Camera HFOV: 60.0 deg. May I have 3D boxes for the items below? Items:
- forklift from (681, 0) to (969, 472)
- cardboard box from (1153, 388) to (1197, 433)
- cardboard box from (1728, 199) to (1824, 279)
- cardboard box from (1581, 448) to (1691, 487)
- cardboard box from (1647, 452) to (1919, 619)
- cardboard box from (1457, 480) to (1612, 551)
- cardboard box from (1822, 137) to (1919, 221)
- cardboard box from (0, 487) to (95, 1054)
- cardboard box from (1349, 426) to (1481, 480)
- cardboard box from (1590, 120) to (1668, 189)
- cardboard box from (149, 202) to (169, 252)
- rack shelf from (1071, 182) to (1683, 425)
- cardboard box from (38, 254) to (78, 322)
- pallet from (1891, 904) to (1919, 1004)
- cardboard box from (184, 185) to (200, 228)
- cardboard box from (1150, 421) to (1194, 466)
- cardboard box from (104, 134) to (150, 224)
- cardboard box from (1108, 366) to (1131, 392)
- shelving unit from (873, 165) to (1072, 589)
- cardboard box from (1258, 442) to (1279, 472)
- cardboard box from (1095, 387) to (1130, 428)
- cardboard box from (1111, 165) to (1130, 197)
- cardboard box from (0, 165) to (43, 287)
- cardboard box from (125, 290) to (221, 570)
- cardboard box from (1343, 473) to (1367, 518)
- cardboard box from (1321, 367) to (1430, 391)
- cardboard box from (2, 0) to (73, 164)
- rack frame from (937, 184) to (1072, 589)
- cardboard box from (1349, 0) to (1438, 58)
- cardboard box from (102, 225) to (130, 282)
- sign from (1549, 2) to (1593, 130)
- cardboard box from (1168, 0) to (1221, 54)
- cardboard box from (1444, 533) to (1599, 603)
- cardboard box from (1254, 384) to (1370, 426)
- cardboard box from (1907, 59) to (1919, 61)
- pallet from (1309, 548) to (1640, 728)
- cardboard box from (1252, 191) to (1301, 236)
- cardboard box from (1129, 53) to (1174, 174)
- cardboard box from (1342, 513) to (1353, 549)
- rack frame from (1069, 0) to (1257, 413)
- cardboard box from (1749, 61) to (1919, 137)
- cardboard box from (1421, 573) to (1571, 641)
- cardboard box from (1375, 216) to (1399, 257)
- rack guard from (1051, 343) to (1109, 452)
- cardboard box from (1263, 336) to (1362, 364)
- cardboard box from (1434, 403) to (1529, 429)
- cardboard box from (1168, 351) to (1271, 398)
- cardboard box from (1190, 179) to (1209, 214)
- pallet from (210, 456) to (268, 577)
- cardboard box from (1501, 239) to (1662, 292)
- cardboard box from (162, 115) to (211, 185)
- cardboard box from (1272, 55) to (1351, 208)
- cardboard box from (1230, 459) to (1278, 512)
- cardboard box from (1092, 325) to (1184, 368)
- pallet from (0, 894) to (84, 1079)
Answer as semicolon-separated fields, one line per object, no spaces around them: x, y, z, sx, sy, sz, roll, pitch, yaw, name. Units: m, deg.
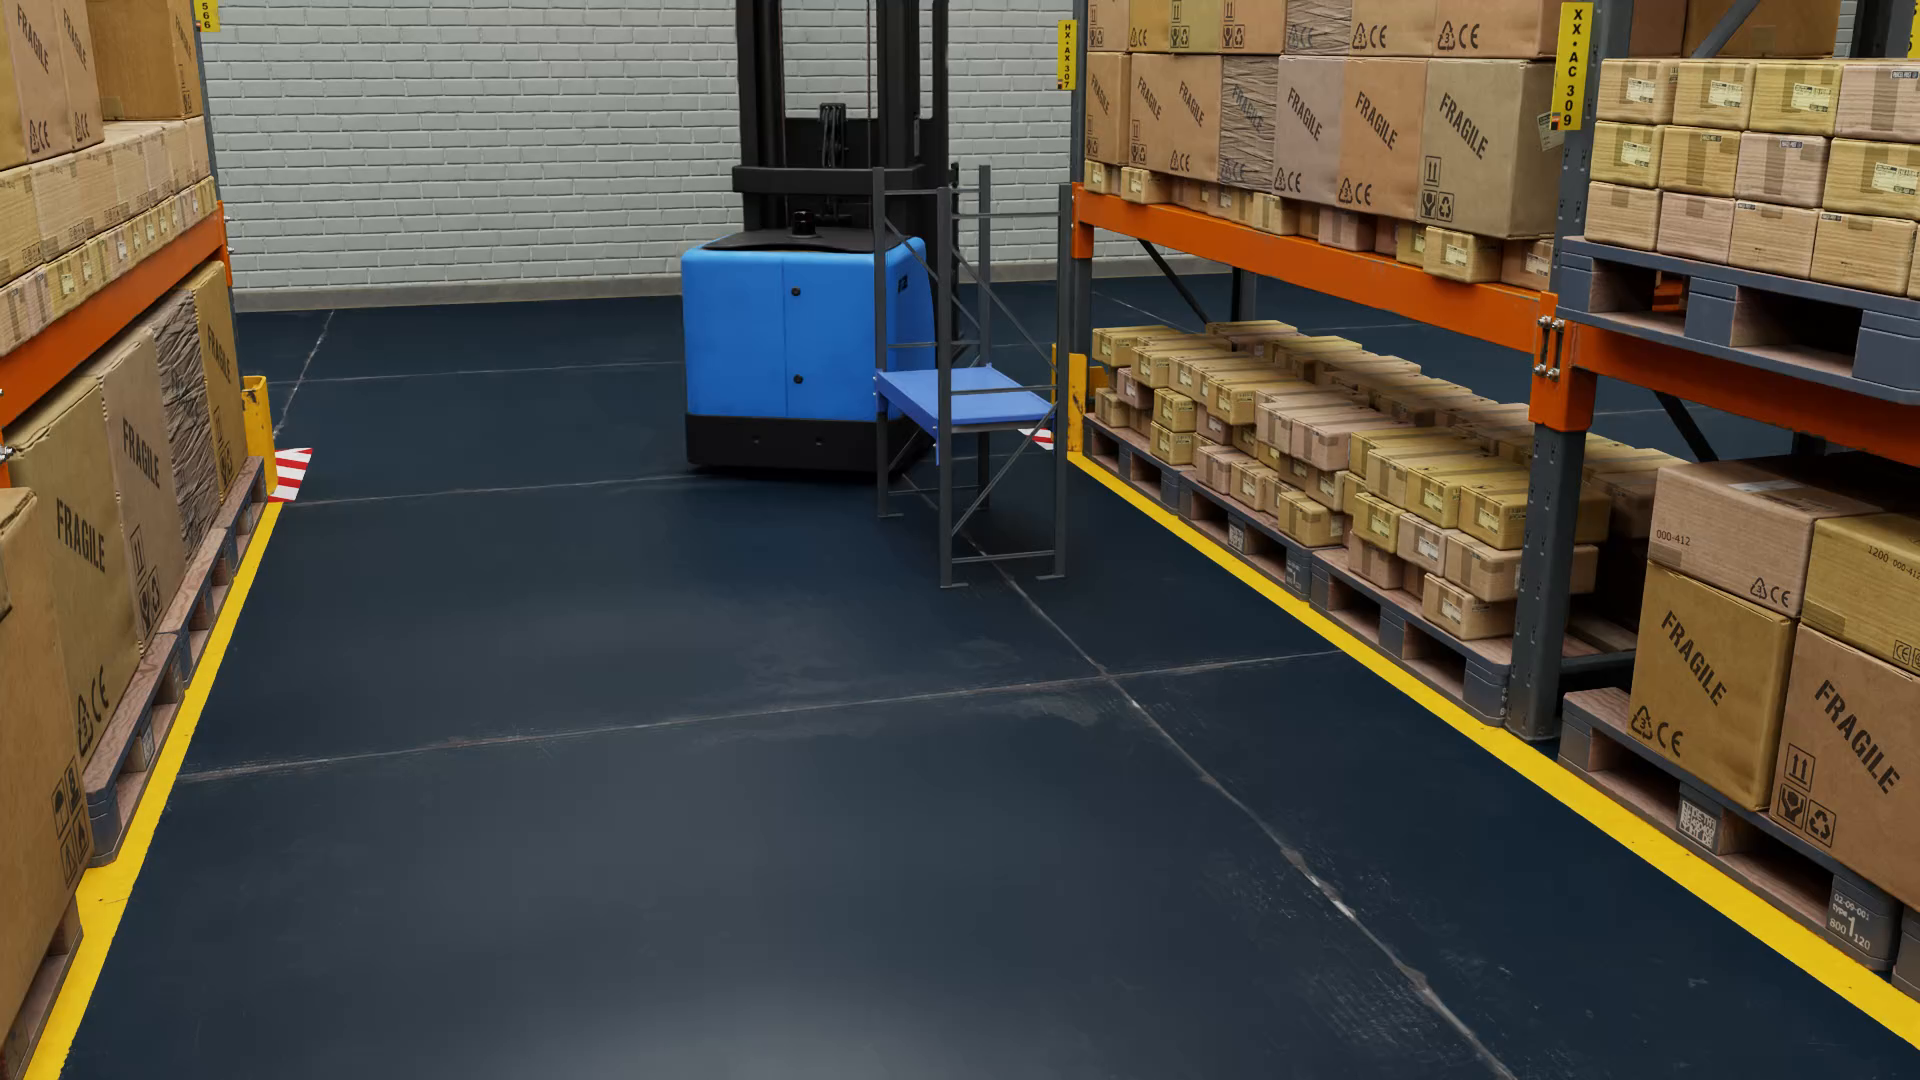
-0.561;-2.100;8.848;1.130;2.935;3.031;3;17;9;forklift
1.083;-0.585;7.394;0.380;0.149;0.250;-4;17;-14;cardboard box
1.958;-0.676;3.695;0.380;0.149;0.250;-5;17;-15;cardboard box
2.231;-0.199;5.593;0.380;0.149;0.250;-4;17;-13;cardboard box
2.094;-0.024;4.129;0.500;0.250;0.500;-5;18;-18;cardboard box
1.797;-0.085;5.211;0.380;0.149;0.250;-4;17;-14;cardboard box
2.028;-0.749;3.422;0.380;0.149;0.250;-5;18;-18;cardboard box
-2.456;0.470;3.137;1.225;0.875;0.875;-5;17;-15;cardboard box
1.617;-0.298;5.923;0.380;0.149;0.250;-4;17;-13;cardboard box
1.811;-0.964;4.137;0.380;0.149;0.250;-4;17;-14;cardboard box
-2.982;-1.082;5.775;0.380;0.149;0.250;-5;17;-15;cardboard box
1.596;-1.095;6.633;1.077;0.370;4.000;-5;17;-15;rack shelf
-2.558;-0.655;4.356;0.380;0.149;0.250;-4;17;-13;cardboard box
2.699;1.003;3.247;1.003;0.211;1.213;-5;17;-15;pallet
-3.195;-1.294;6.482;0.380;0.149;0.250;-5;17;-15;cardboard box
1.073;-0.445;7.444;0.380;0.149;0.250;-4;17;-15;cardboard box
-2.936;-1.161;5.347;0.500;0.250;0.500;-5;17;-15;cardboard box
0.943;-0.806;8.128;0.380;0.149;0.250;-4;17;-13;cardboard box
0.023;-0.695;6.658;0.538;1.500;1.048;-5;17;-15;shelving unit
1.426;-0.372;6.685;0.380;0.149;0.250;-4;17;-13;cardboard box
0.882;-0.658;8.154;0.380;0.149;0.250;-4;17;-14;cardboard box
0.930;-1.690;7.800;0.380;0.149;0.250;-4;17;-13;cardboard box
-2.529;-0.743;3.956;0.500;0.250;0.500;-5;17;-16;cardboard box
-3.248;-0.390;5.998;0.875;0.875;0.875;-5;17;-15;cardboard box
1.602;-0.150;5.946;0.380;0.149;0.250;-5;17;-15;cardboard box
1.746;-0.623;7.004;0.380;0.149;0.250;-5;18;-17;cardboard box
-2.665;-1.241;4.310;0.500;0.500;0.500;-5;17;-15;cardboard box
0.163;-0.554;6.190;0.500;1.500;0.032;-5;17;-15;rack frame
1.609;-1.807;5.323;0.500;0.500;0.500;-5;18;-17;cardboard box
-2.770;-0.868;5.065;0.380;0.149;0.250;-4;17;-15;cardboard box
1.626;-1.256;4.414;0.100;0.325;0.005;-5;17;-15;sign
1.180;-2.232;6.739;0.500;0.500;0.500;-5;17;-16;cardboard box
1.753;0.074;5.201;0.380;0.149;0.250;-4;17;-14;cardboard box
1.405;-0.517;6.651;0.380;0.149;0.250;-5;17;-15;cardboard box
2.518;-1.082;4.013;0.380;0.149;0.250;-5;17;-17;cardboard box
1.927;0.266;5.698;1.003;0.211;1.213;-5;17;-15;pallet
1.343;-1.253;6.346;0.380;0.149;0.250;-4;17;-14;cardboard box
1.075;-1.891;7.342;0.500;0.500;0.500;-5;17;-15;cardboard box
1.629;-0.032;6.071;0.380;0.149;0.250;-5;17;-17;cardboard box
1.046;-1.993;8.371;1.000;3.000;0.127;-5;17;-15;rack frame
1.962;-0.959;3.603;0.380;0.149;0.250;-5;17;-15;cardboard box
1.710;0.197;5.309;0.380;0.149;0.250;-4;17;-15;cardboard box
1.645;-1.044;5.651;0.380;0.149;0.250;-5;17;-17;cardboard box
1.067;-0.774;8.661;1.175;0.500;0.348;-5;17;-15;rack guard
1.642;-0.851;7.763;0.380;0.149;0.250;-5;17;-16;cardboard box
2.029;-0.413;6.303;0.380;0.149;0.250;-4;17;-14;cardboard box
1.149;-0.733;7.369;0.380;0.149;0.250;-6;18;-18;cardboard box
1.206;-1.473;7.079;0.380;0.149;0.250;-5;17;-16;cardboard box
-3.456;-0.078;6.845;1.003;0.211;1.213;-5;17;-15;pallet
1.842;-0.826;4.926;0.380;0.149;0.250;-5;17;-16;cardboard box
-3.362;-1.586;6.761;0.500;0.250;0.500;-5;17;-16;cardboard box
1.464;-1.469;5.939;0.500;0.500;0.500;-5;17;-16;cardboard box
1.320;-0.231;6.734;0.380;0.149;0.250;-5;17;-15;cardboard box
0.863;-0.941;8.064;0.380;0.149;0.250;-6;18;-18;cardboard box
-2.367;1.021;3.186;1.003;0.211;1.213;-5;17;-15;pallet
